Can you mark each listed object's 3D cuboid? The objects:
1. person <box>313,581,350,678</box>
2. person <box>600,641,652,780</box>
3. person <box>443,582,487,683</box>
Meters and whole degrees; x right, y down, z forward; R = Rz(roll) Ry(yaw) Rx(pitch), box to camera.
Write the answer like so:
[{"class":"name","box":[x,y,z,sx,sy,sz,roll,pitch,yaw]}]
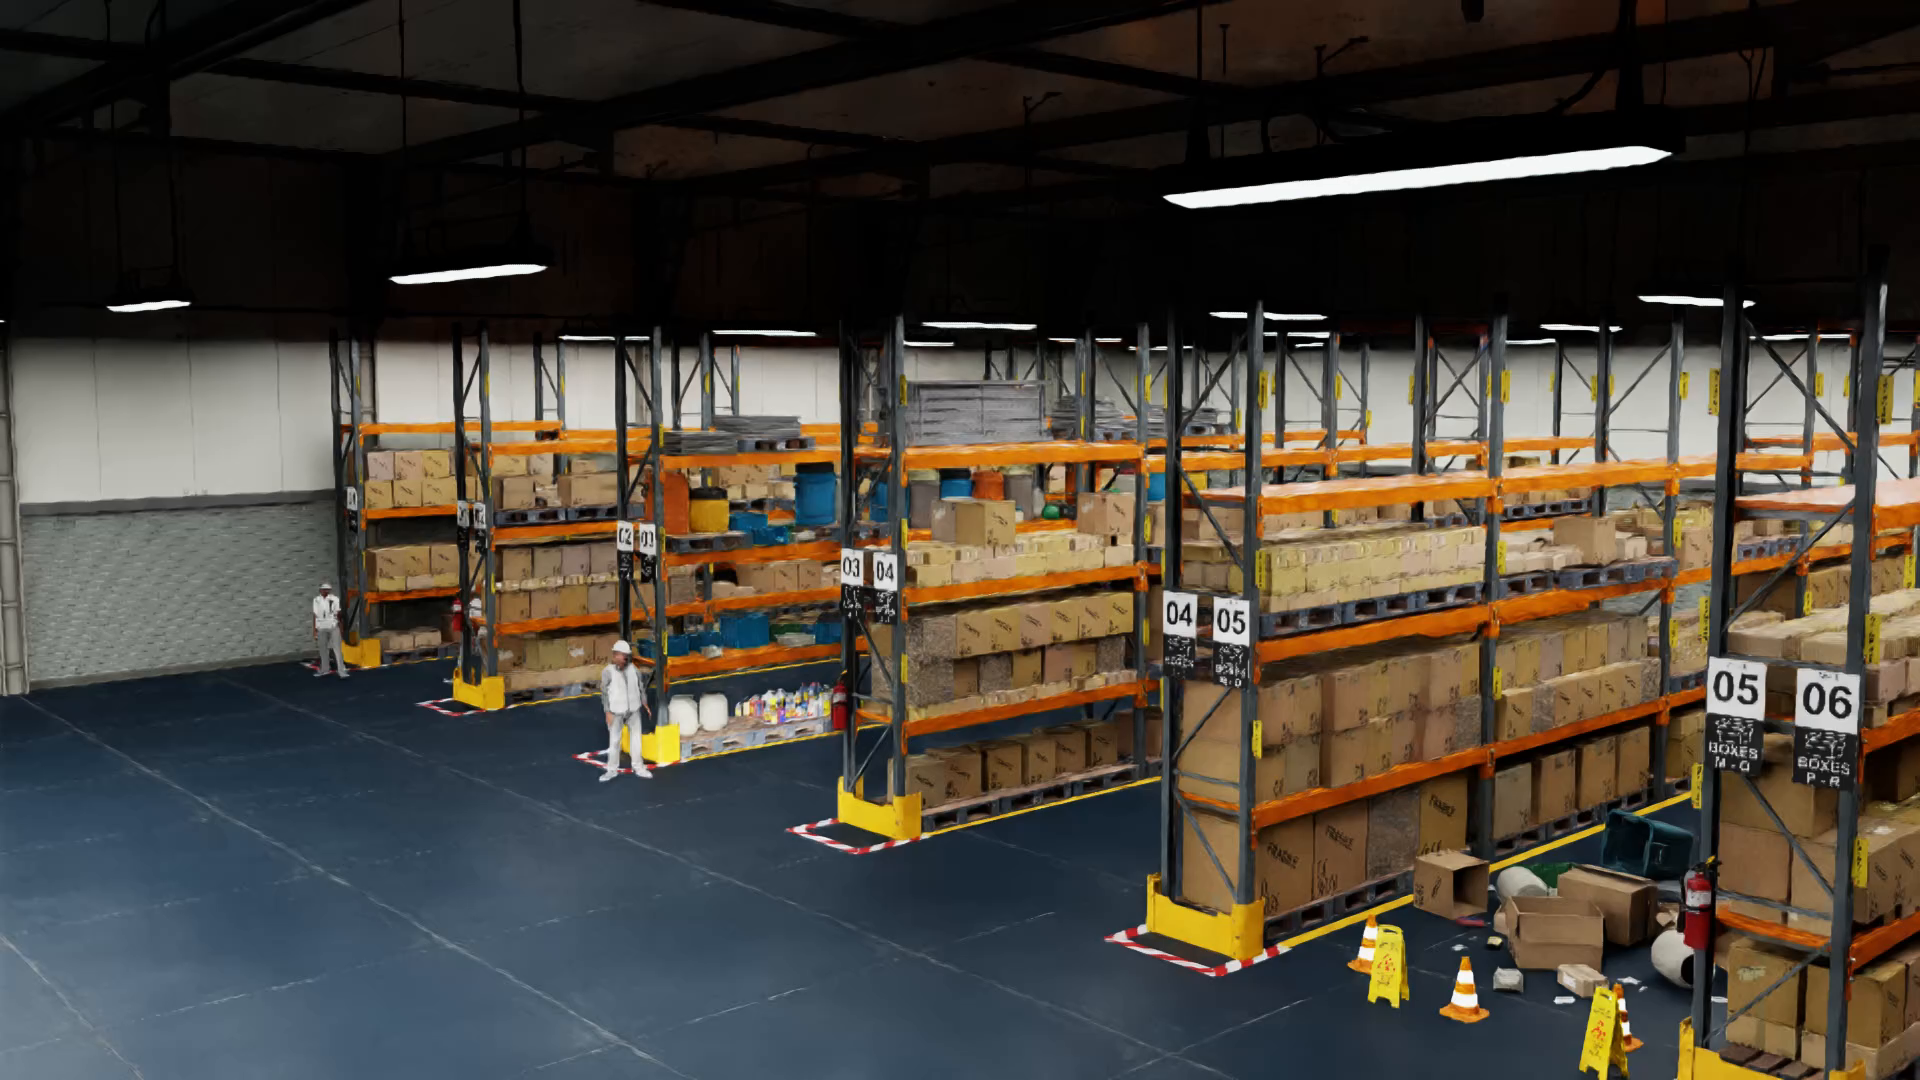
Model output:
[{"class":"person","box":[-10.775,1.514,28.458,0.697,1.668,0.558,0,6,-5]},{"class":"person","box":[-4.285,2.166,21.253,0.687,1.780,0.385,-3,7,-31]},{"class":"person","box":[-8.149,1.562,27.855,1.038,1.716,0.589,-5,8,-43]}]
